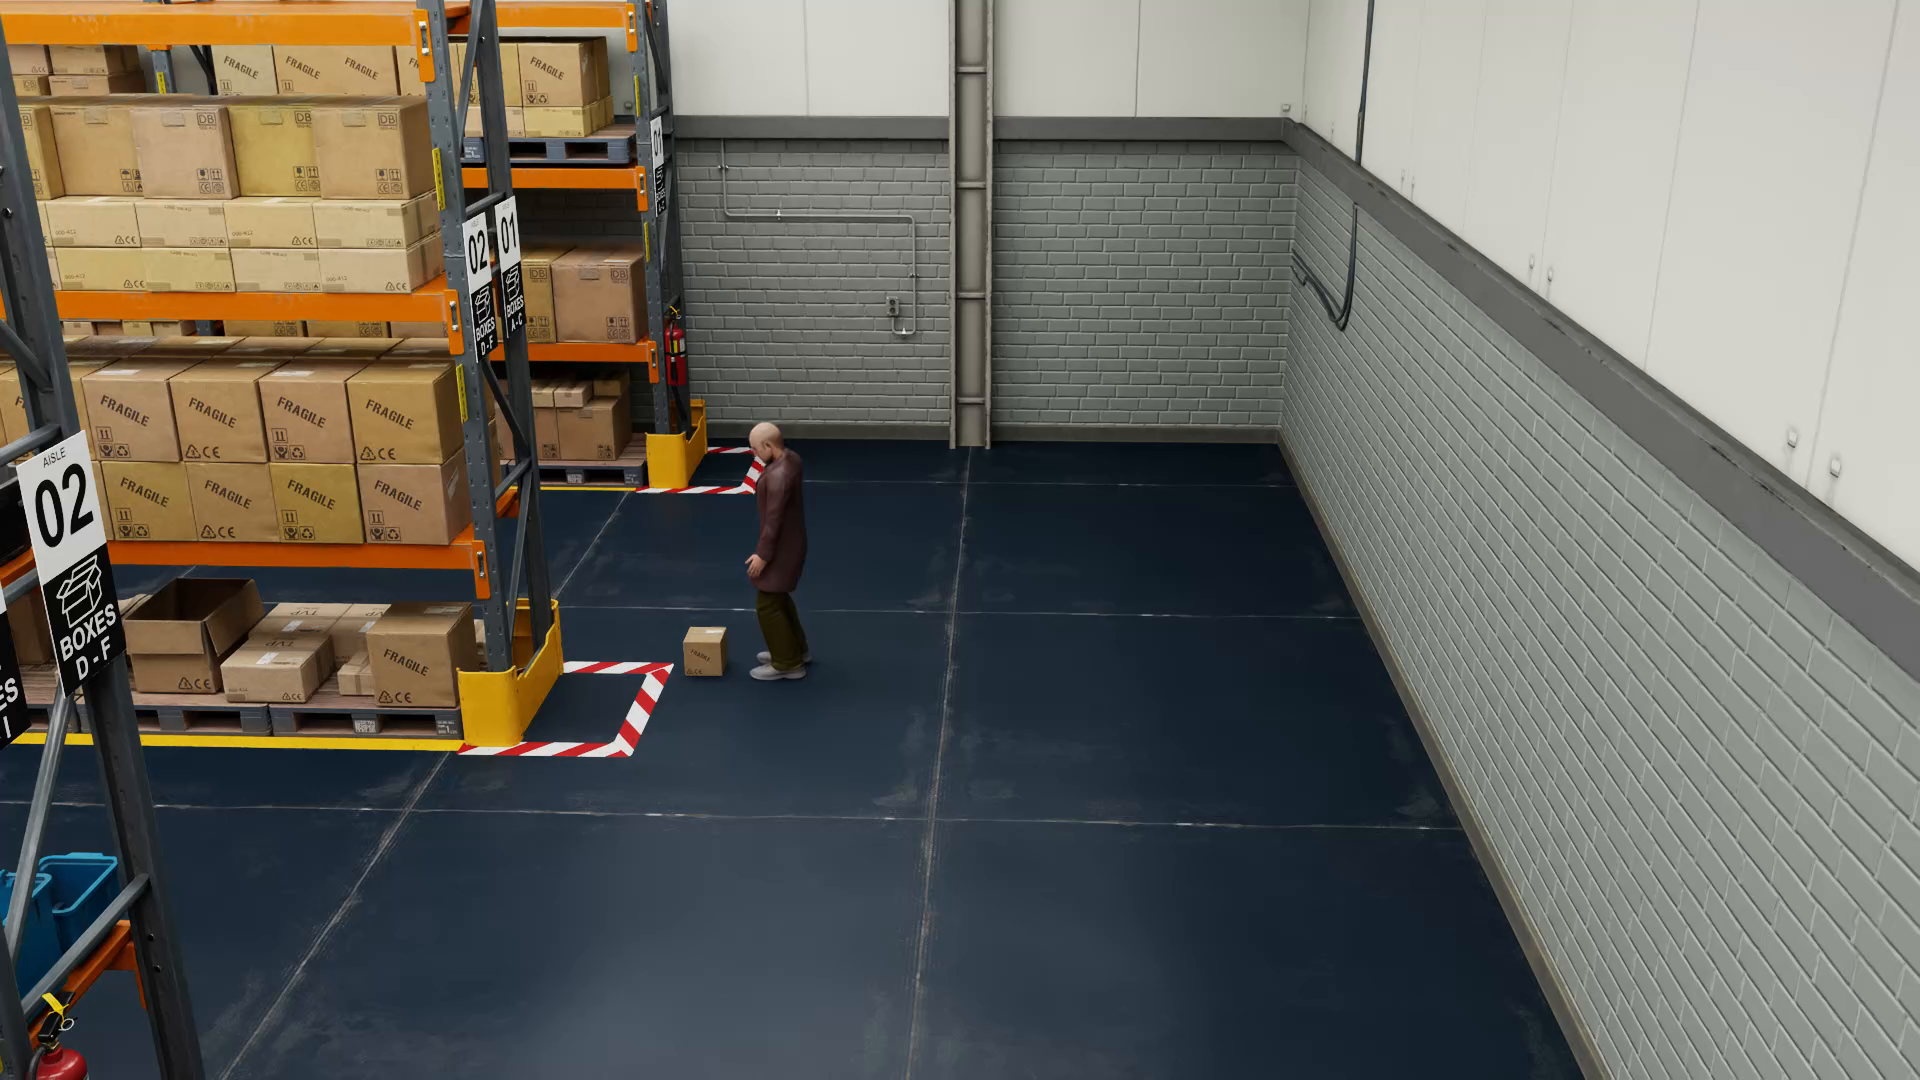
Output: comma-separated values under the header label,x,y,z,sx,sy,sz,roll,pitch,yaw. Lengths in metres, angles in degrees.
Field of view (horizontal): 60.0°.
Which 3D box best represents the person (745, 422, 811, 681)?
label,x,y,z,sx,sy,sz,roll,pitch,yaw
person,-1.210,0.074,10.958,0.389,1.754,0.575,1,21,3
